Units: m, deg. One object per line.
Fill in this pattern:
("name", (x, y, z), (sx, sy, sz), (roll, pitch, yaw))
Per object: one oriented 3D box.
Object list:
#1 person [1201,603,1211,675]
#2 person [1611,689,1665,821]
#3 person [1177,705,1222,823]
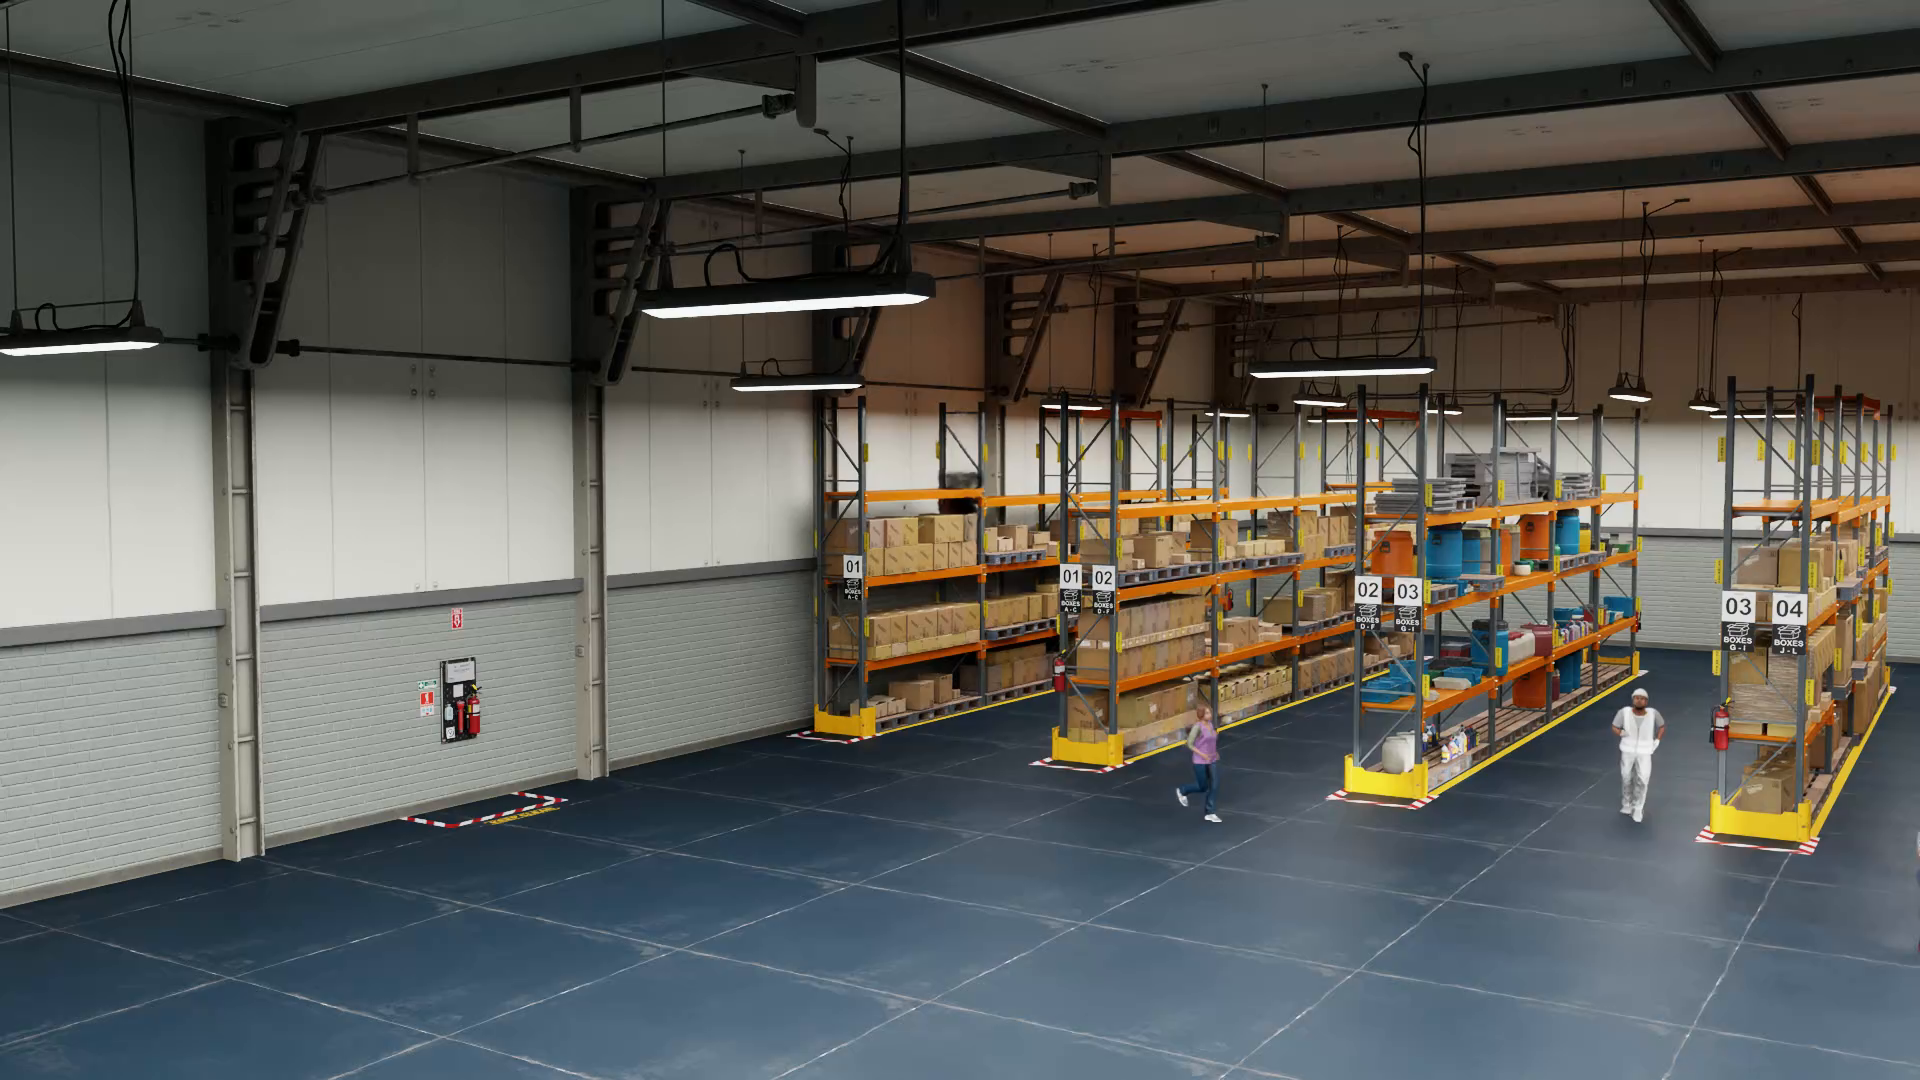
("person", (5.324, 2.230, 36.287), (0.610, 1.754, 0.889), (2, 4, 31))
("person", (9.231, 2.938, 22.666), (0.682, 1.829, 0.676), (1, 3, 25))
("person", (3.297, 3.035, 22.713), (0.539, 1.579, 0.748), (-2, 4, -40))
